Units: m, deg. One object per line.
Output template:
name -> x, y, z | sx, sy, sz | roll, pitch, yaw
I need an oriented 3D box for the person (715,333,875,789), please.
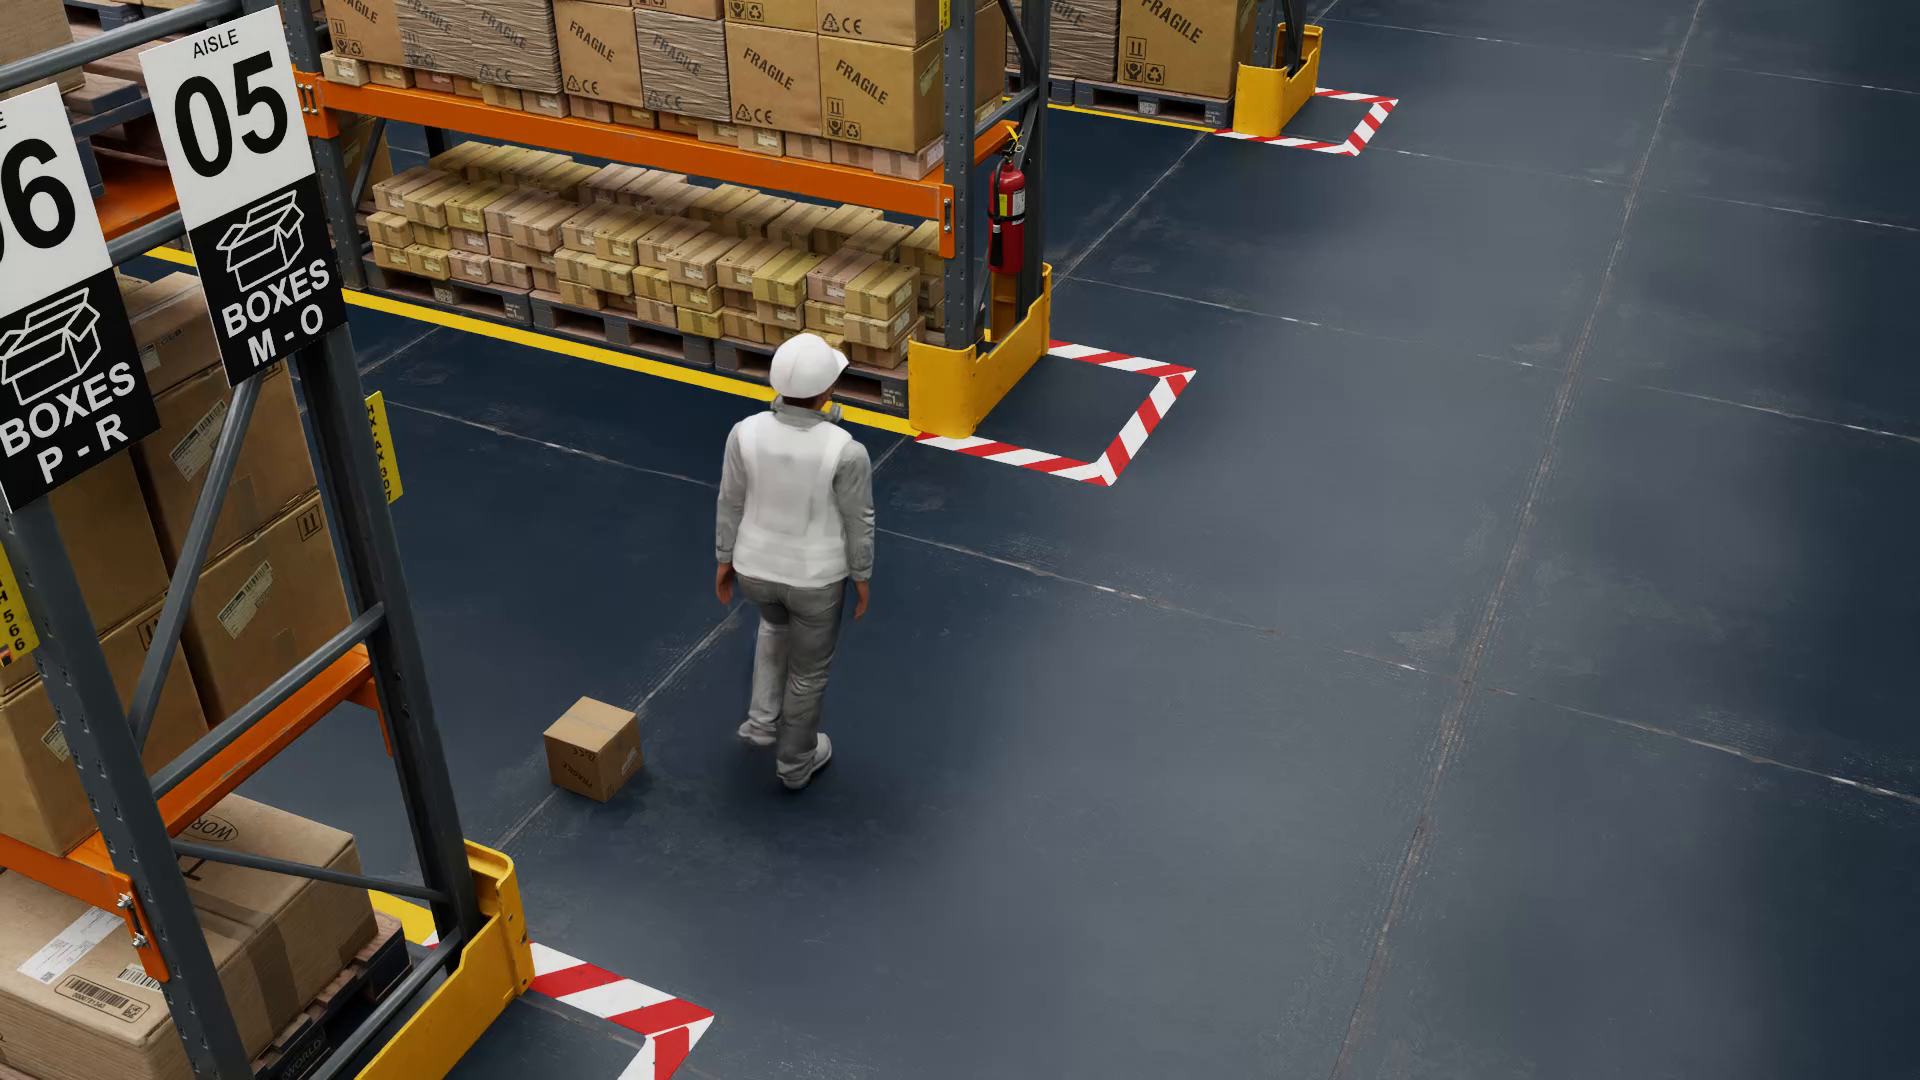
person -> -0.574, 0.094, 5.948 | 0.568, 1.762, 0.487 | 10, 35, 15
